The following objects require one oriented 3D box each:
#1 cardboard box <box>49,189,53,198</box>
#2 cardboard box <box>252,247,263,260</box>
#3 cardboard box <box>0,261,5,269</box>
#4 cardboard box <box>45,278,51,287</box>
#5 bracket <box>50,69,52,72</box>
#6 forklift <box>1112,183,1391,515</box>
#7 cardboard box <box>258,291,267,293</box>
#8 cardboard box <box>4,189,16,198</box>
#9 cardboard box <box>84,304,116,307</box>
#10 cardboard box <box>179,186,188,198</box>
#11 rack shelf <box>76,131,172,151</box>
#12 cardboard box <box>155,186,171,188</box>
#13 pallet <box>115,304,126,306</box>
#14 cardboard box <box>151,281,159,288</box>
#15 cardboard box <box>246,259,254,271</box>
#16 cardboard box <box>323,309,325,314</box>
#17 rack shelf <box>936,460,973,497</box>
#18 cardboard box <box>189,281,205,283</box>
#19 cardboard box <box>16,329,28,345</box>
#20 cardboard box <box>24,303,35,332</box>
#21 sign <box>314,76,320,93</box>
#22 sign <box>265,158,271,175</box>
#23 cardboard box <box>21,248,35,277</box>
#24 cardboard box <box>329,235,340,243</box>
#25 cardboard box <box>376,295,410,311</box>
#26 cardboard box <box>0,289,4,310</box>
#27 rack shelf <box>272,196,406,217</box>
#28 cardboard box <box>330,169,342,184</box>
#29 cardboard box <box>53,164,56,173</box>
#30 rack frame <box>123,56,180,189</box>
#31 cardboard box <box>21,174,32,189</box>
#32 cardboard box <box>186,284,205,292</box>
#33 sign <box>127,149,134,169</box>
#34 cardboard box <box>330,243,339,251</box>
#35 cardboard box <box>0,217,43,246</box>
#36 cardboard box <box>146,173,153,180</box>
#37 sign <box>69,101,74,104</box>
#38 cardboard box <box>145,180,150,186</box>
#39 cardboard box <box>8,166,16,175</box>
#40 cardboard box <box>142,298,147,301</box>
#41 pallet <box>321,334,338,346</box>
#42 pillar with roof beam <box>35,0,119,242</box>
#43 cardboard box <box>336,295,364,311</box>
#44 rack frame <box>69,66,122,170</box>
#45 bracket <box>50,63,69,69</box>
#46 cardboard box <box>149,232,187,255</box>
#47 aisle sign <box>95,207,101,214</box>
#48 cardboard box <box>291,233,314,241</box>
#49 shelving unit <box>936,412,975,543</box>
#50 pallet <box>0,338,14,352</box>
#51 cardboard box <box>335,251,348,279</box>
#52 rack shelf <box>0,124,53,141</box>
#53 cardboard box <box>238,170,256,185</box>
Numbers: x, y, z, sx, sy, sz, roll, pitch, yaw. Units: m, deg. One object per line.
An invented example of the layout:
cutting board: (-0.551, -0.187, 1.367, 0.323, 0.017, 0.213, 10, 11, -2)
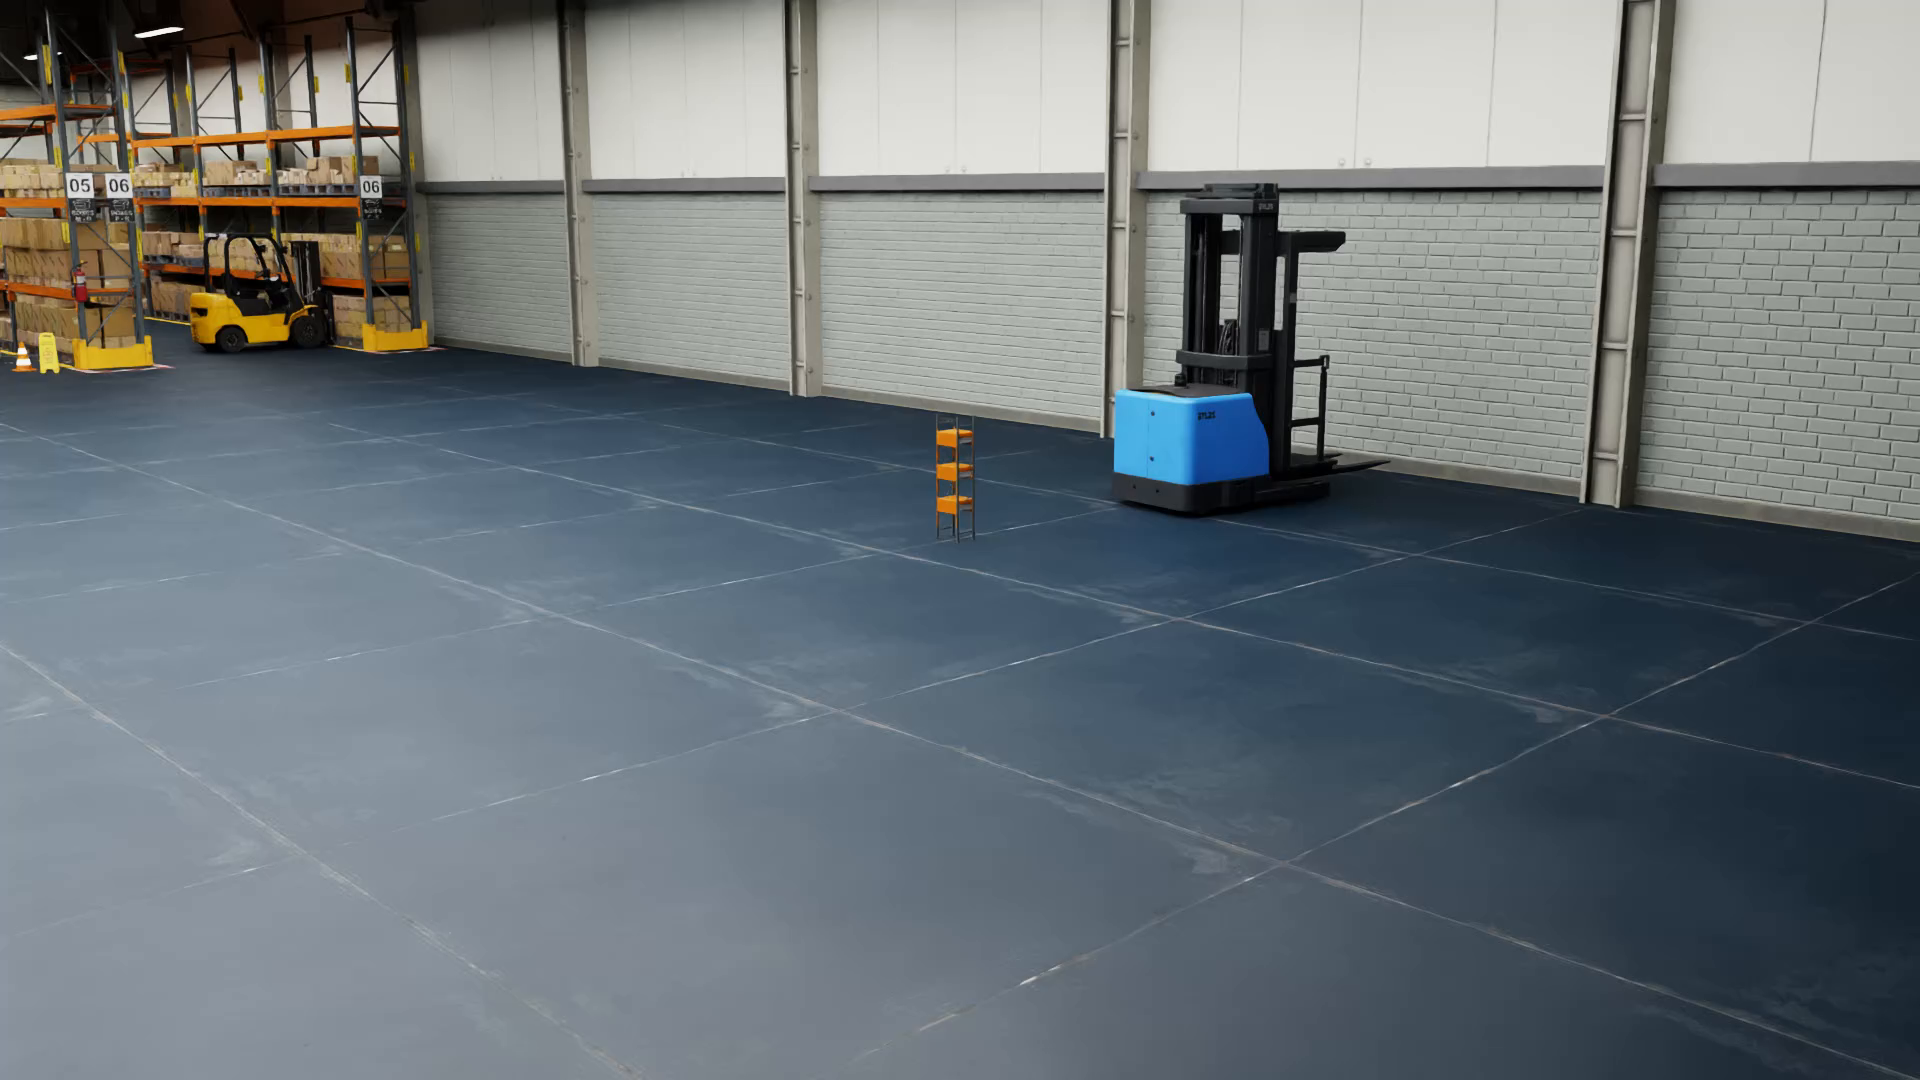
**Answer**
cardboard box: (-15.073, -5.832, 27.973, 0.380, 0.149, 0.250, -10, 15, -41)
cardboard box: (-14.330, -5.955, 34.514, 0.500, 0.250, 0.500, 11, 16, 44)
cardboard box: (-17.588, -5.100, 30.816, 0.380, 0.149, 0.250, -11, 16, -42)
cardboard box: (-15.617, -4.476, 28.826, 0.380, 0.149, 0.250, -11, 16, -43)
bracket: (-25.122, -13.002, 45.799, 0.235, 0.232, 0.430, -11, 16, -43)
forklift: (2.900, -1.876, 15.755, 3.031, 2.935, 1.130, -9, 14, -36)
cardboard box: (-14.865, -5.014, 35.660, 0.625, 0.625, 0.875, 11, 16, 43)
cardboard box: (-16.856, -6.201, 29.766, 0.380, 0.149, 0.250, -11, 16, -42)
cardboard box: (-15.008, -3.859, 29.123, 0.500, 0.500, 0.500, 11, 16, 43)
cardboard box: (-17.085, -7.767, 37.116, 0.500, 0.250, 0.500, -11, 16, -42)
rack shelf: (-20.351, -9.717, 40.566, 1.077, 0.370, 4.000, -11, 16, -43)
cardboard box: (-19.113, -8.496, 39.915, 0.500, 0.250, 0.500, -11, 16, -44)
pallet: (-20.290, -5.753, 41.315, 1.003, 0.211, 1.213, -11, 16, -43)
cardboard box: (-18.915, -6.051, 39.392, 0.380, 0.149, 0.250, -10, 15, -40)
cardboard box: (-14.654, -5.786, 34.935, 0.500, 0.250, 0.500, -11, 16, -42)
cardboard box: (-12.298, -4.442, 32.571, 0.500, 0.250, 0.500, -11, 16, -43)
rack shelf: (-0.037, -0.512, 13.846, 0.215, 0.259, 0.240, -11, 16, -43)
cardboard box: (-17.952, -6.021, 39.248, 0.250, 0.149, 0.380, 11, 16, 42)
cardboard box: (-16.820, -3.716, 30.290, 0.500, 0.250, 0.500, 11, 16, 43)
cardboard box: (-16.442, -4.007, 29.843, 0.500, 0.500, 0.500, -10, 15, -40)
sign: (-13.027, -9.220, 33.657, 0.100, 0.325, 0.005, -11, 16, -43)
sign: (-13.831, -7.473, 33.255, 0.100, 0.325, 0.005, -11, 16, -43)
cardboard box: (-16.230, -4.928, 29.410, 0.500, 0.500, 0.500, -11, 16, -43)
cardboard box: (-11.854, -5.760, 31.844, 0.380, 0.149, 0.250, -10, 16, -41)
cardboard box: (-10.878, -4.535, 31.784, 0.500, 0.250, 0.500, -11, 16, -43)
cardboard box: (-20.212, -4.842, 34.206, 0.875, 0.875, 0.875, -11, 16, -43)
rack shelf: (-12.064, -6.498, 32.368, 1.077, 0.370, 4.000, -11, 16, -43)
cardboard box: (-11.650, -6.863, 31.401, 0.396, 0.266, 0.258, -11, 16, -42)
cardboard box: (-14.868, -6.185, 27.712, 0.380, 0.149, 0.250, -11, 16, -42)
rack frame: (-18.970, -9.779, 39.077, 1.000, 3.000, 0.127, -11, 16, -43)
cardboard box: (-15.877, -6.198, 28.762, 0.500, 0.250, 0.500, -11, 16, -42)
cardboard box: (-17.415, -5.754, 37.954, 0.380, 0.149, 0.250, -11, 16, -43)
sign: (-13.878, -6.370, 27.798, 0.100, 0.325, 0.005, -11, 16, -43)
cardboard box: (-11.839, -5.618, 31.889, 0.250, 0.149, 0.380, 11, 16, 43)
cardboard box: (-16.886, -5.571, 30.056, 0.700, 0.500, 0.500, -11, 16, -43)
cardboard box: (-18.504, -8.377, 38.300, 0.380, 0.149, 0.250, -11, 16, -43)
sign: (-22.125, -10.784, 41.441, 0.100, 0.325, 0.005, -11, 16, -43)
cardboard box: (-18.539, -8.228, 38.315, 0.380, 0.149, 0.250, -11, 16, -42)
cardboard box: (-16.513, -6.511, 29.292, 0.380, 0.149, 0.250, -11, 16, -43)
cardboard box: (-19.814, -5.800, 40.364, 0.396, 0.266, 0.258, -10, 15, -41)
pallet: (-12.080, -4.008, 32.840, 1.003, 0.211, 1.213, -11, 16, -43)
pillar with roof beam: (-26.056, -10.282, 41.518, 9.100, 9.000, 0.548, -11, 16, -43)
cardboard box: (-11.583, -4.536, 31.789, 0.500, 0.250, 0.500, -11, 16, -42)
rack frame: (-21.732, -10.363, 41.910, 1.000, 3.000, 0.127, -11, 16, -43)
bracket: (-25.415, -13.064, 46.100, 0.076, 0.066, 5.218, -11, 16, -43)
cardboard box: (-18.440, -6.918, 38.769, 0.700, 0.500, 0.500, -11, 16, -42)
aisle sign: (-21.992, -8.667, 42.103, 0.394, 0.787, 0.004, -11, 16, -43)
cardboard box: (-13.181, -6.075, 33.371, 0.380, 0.149, 0.250, -11, 16, -42)
shelving unit: (-0.037, -0.522, 13.843, 0.215, 1.050, 0.252, -11, 16, -43)
pallet: (-17.571, -3.729, 31.487, 1.003, 0.211, 1.213, -11, 16, -43)
cardboard box: (-11.564, -5.251, 31.716, 0.500, 0.500, 0.500, -10, 15, -41)
rack shelf: (-18.414, -7.663, 31.579, 1.077, 0.370, 4.000, -11, 16, -43)
cardboard box: (-14.651, -7.537, 34.561, 0.500, 0.311, 0.500, 11, 16, 43)
